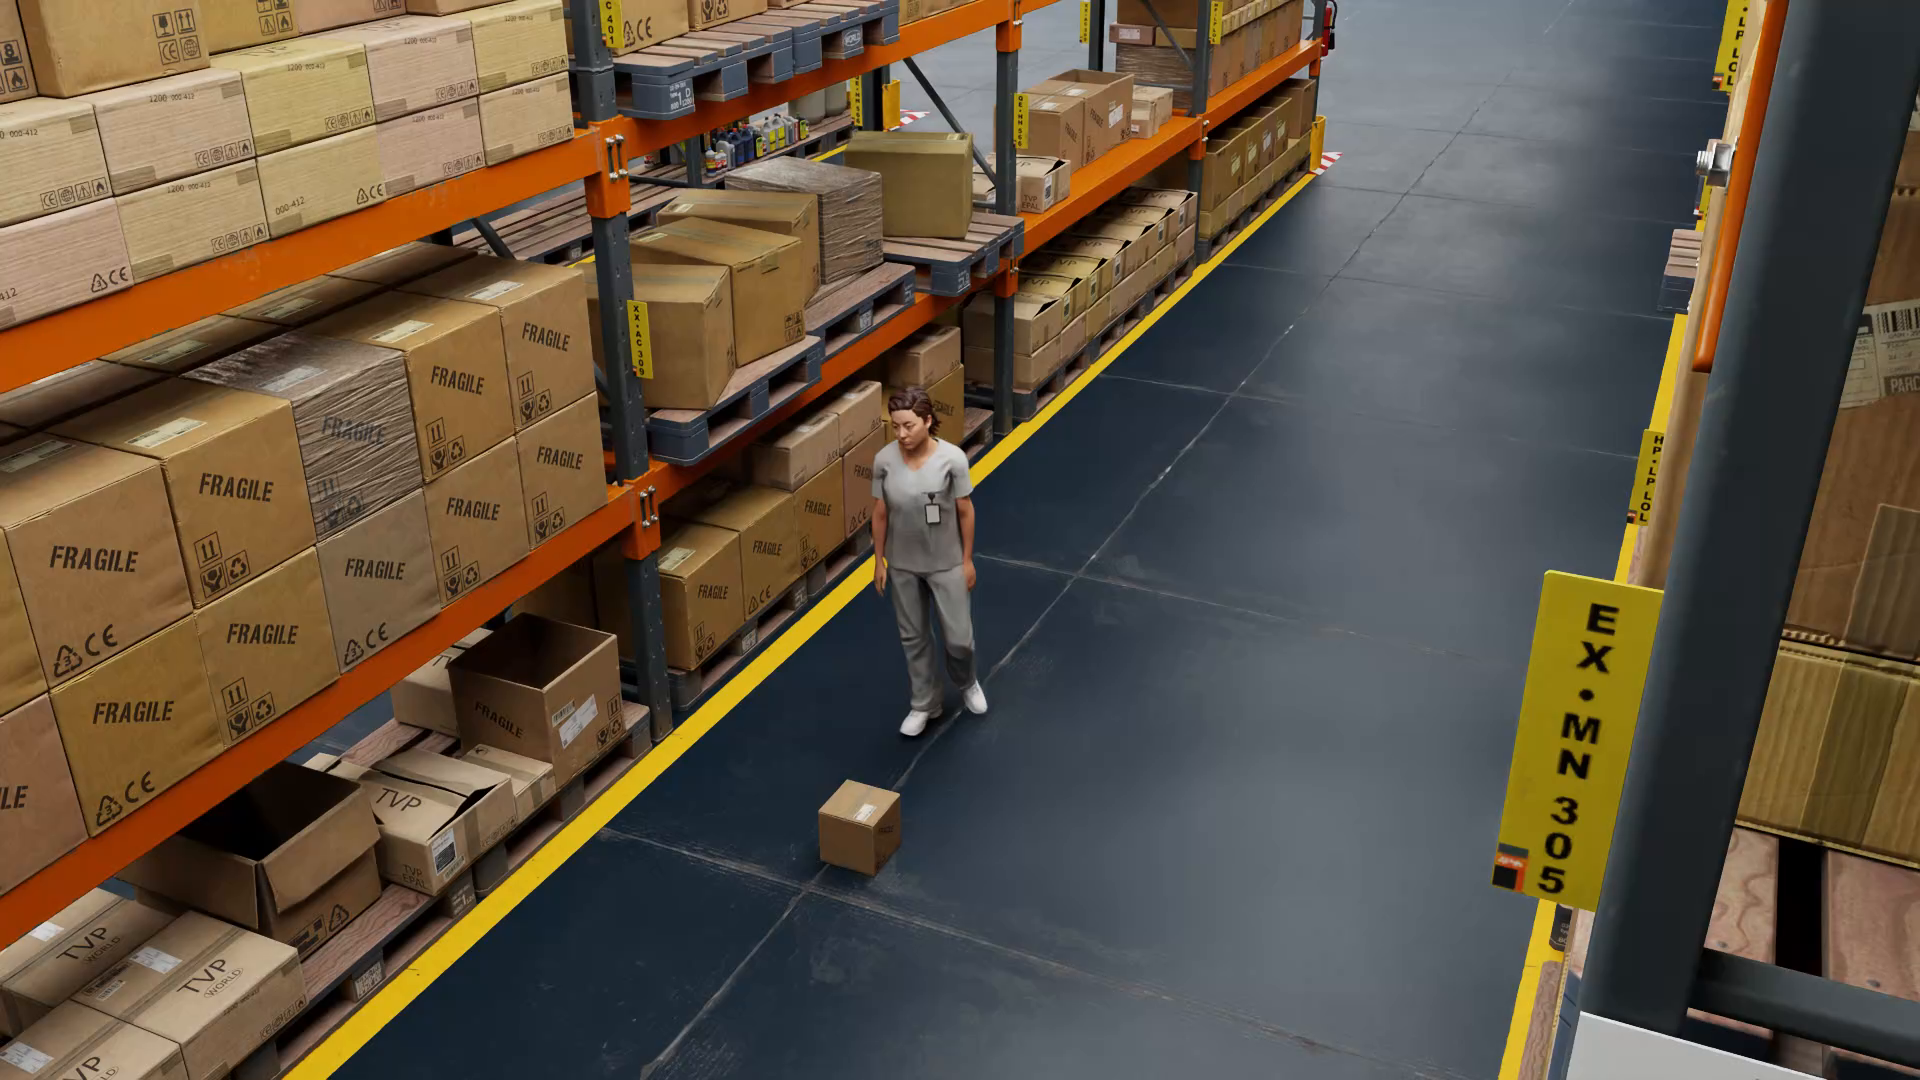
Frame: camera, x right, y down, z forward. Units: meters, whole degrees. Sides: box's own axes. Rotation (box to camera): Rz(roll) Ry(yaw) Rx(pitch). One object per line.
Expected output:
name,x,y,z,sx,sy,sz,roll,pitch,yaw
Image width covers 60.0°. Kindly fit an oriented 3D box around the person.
person,-0.130,0.077,7.409,0.498,1.666,0.459,6,27,13
